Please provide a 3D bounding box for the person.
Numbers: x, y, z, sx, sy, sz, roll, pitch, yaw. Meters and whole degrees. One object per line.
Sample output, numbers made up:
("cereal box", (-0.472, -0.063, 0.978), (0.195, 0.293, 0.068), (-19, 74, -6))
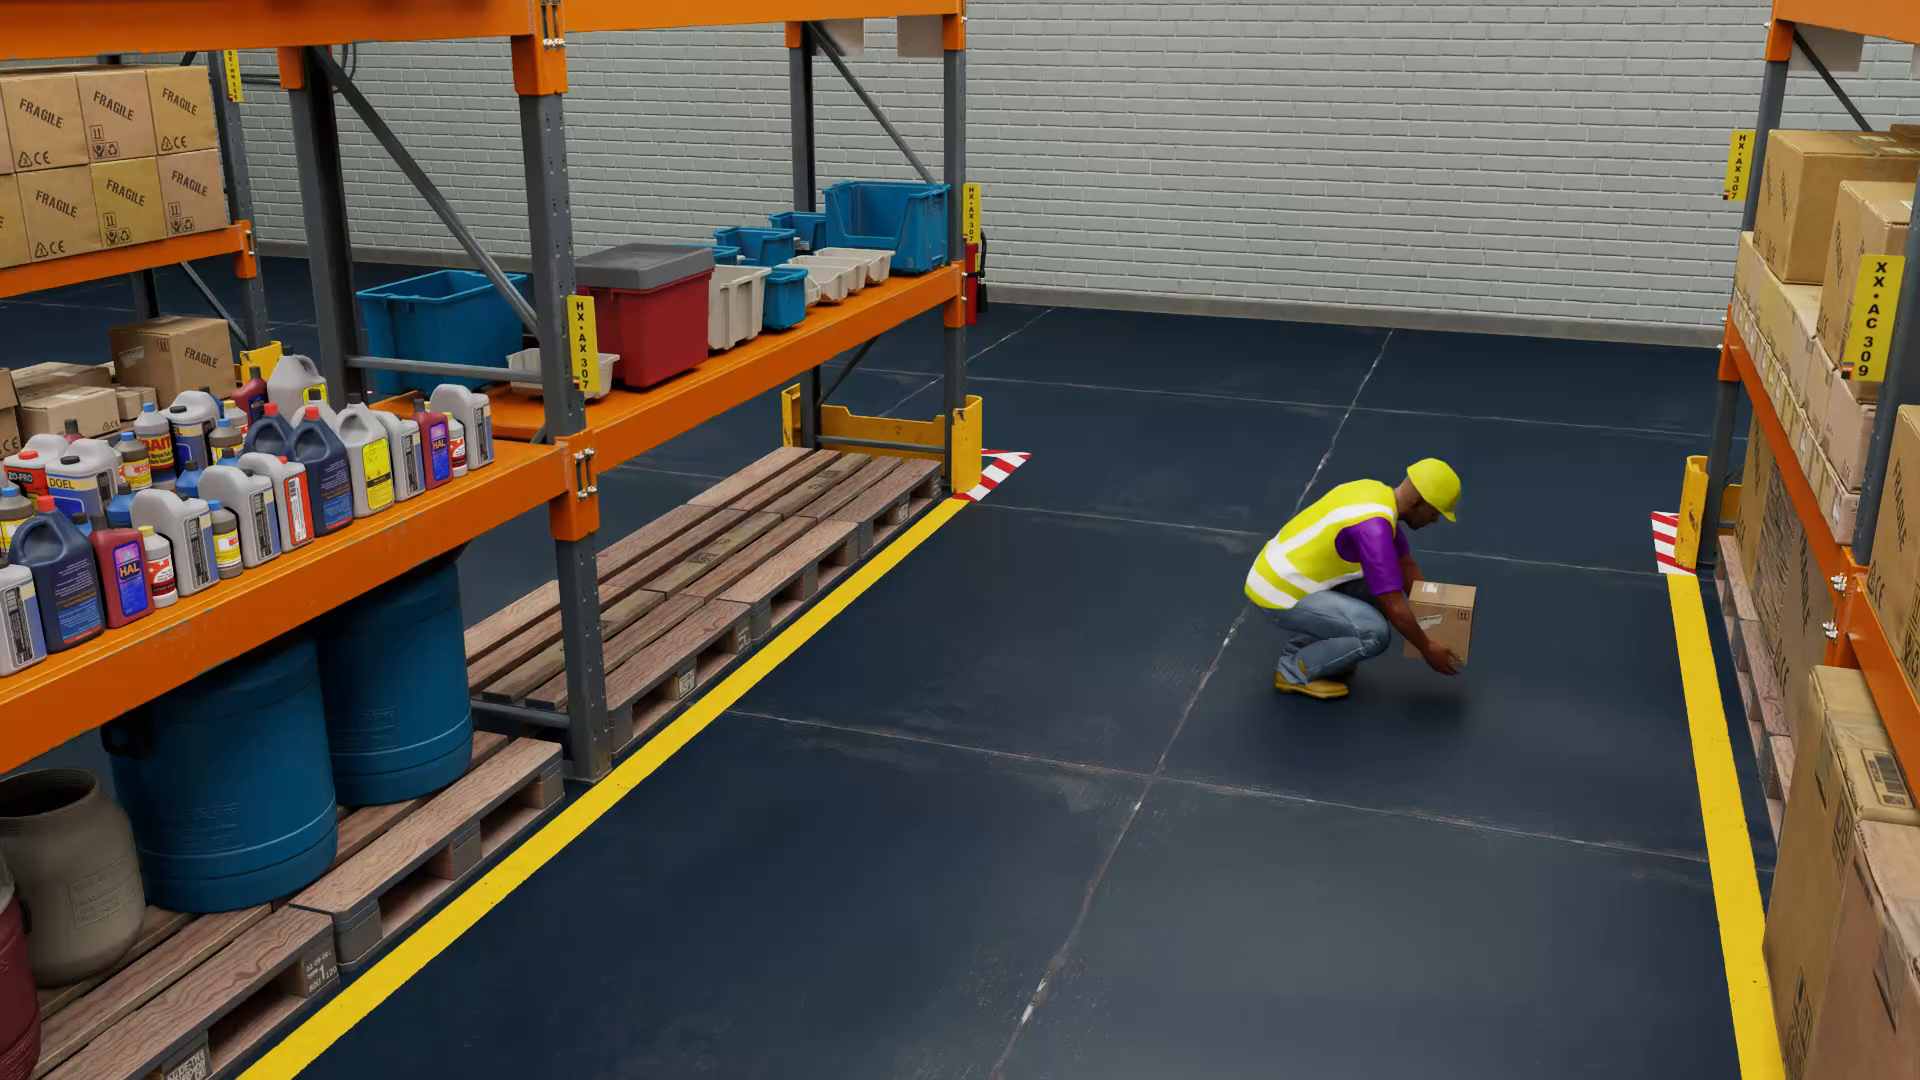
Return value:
("person", (1.639, 0.117, 6.836), (0.893, 0.952, 0.562), (6, 20, 18))
